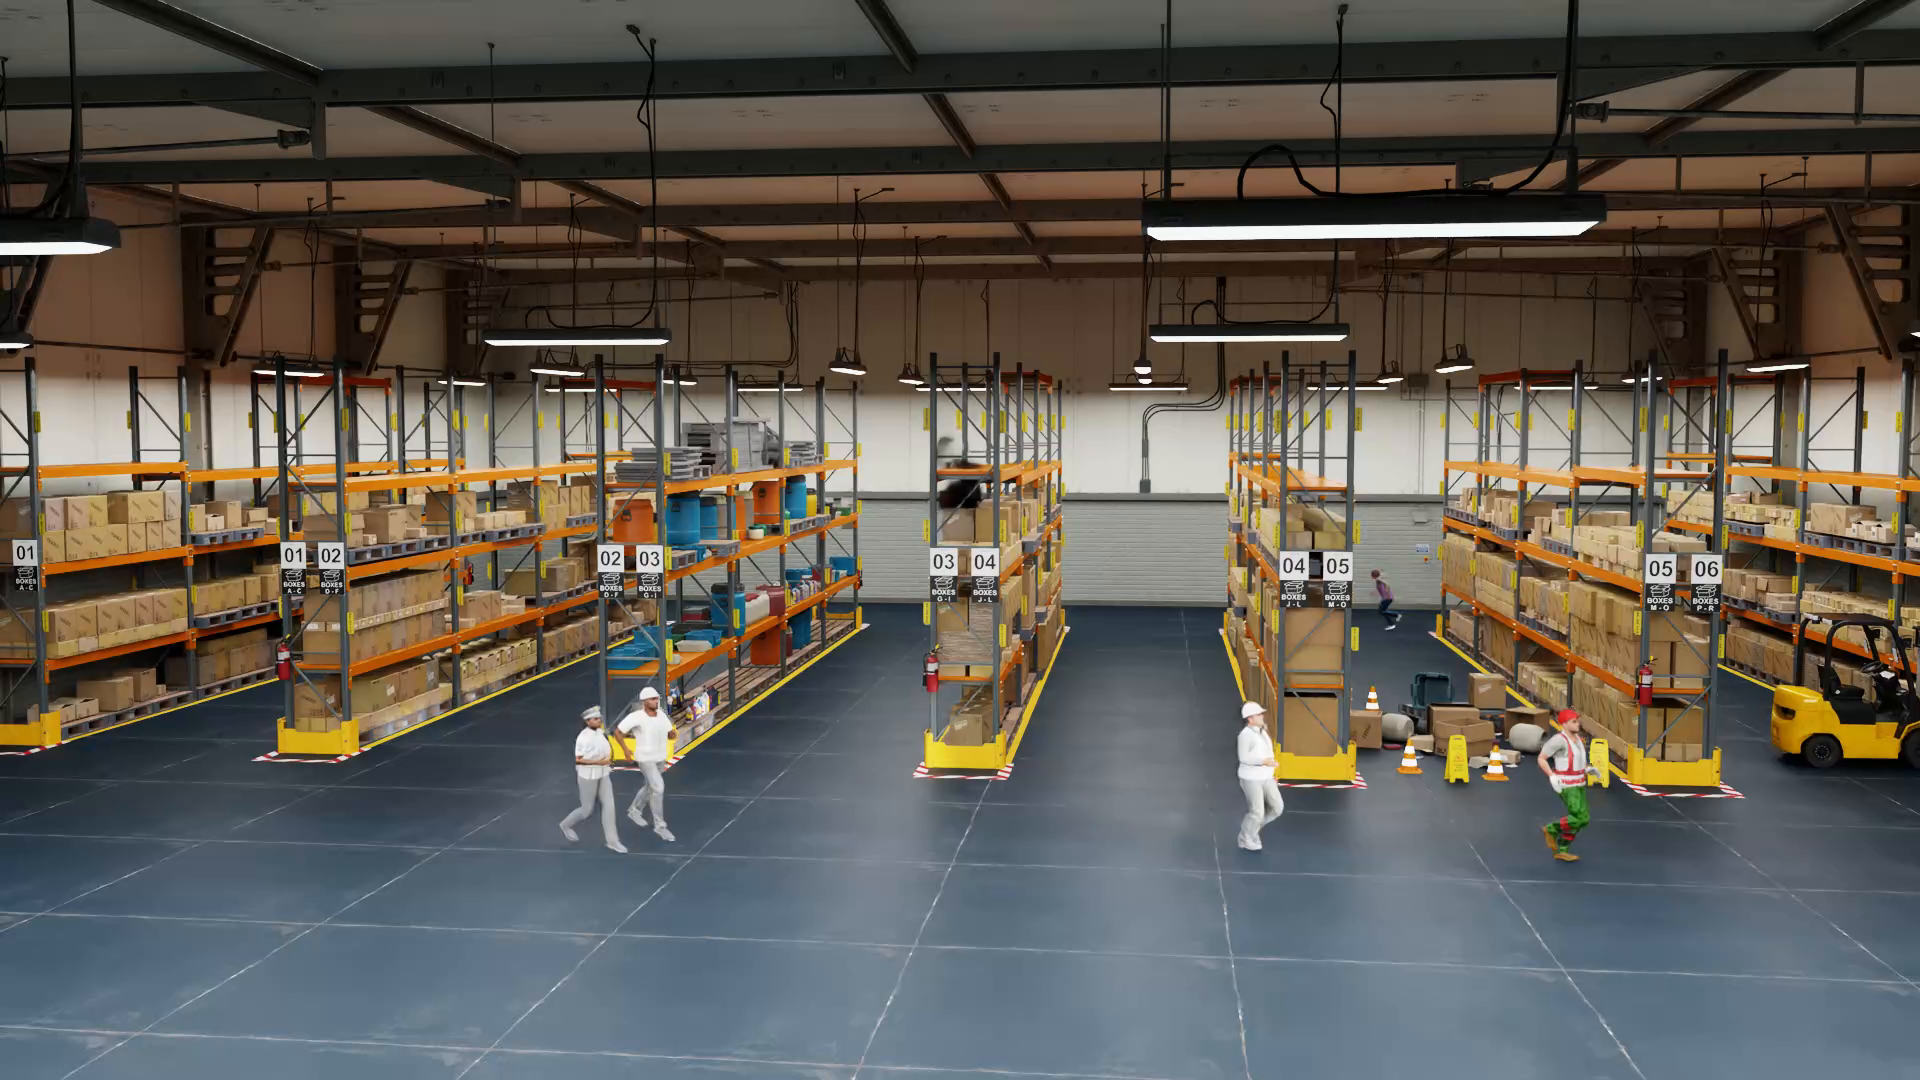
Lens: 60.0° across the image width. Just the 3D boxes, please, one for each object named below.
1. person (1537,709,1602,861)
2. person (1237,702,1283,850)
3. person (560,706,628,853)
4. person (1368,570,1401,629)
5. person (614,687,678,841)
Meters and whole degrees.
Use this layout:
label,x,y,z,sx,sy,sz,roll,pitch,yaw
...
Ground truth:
label,x,y,z,sx,sy,sz,roll,pitch,yaw
person,6.976,2.800,18.905,0.664,1.744,0.557,-3,5,-40
person,3.510,2.756,19.350,0.598,1.731,0.647,3,5,40
person,-4.274,2.770,19.374,0.923,1.699,0.579,2,5,29
person,10.288,1.451,40.251,0.792,1.457,0.557,1,4,15
person,-3.744,2.680,20.140,0.871,1.806,0.685,2,5,31
